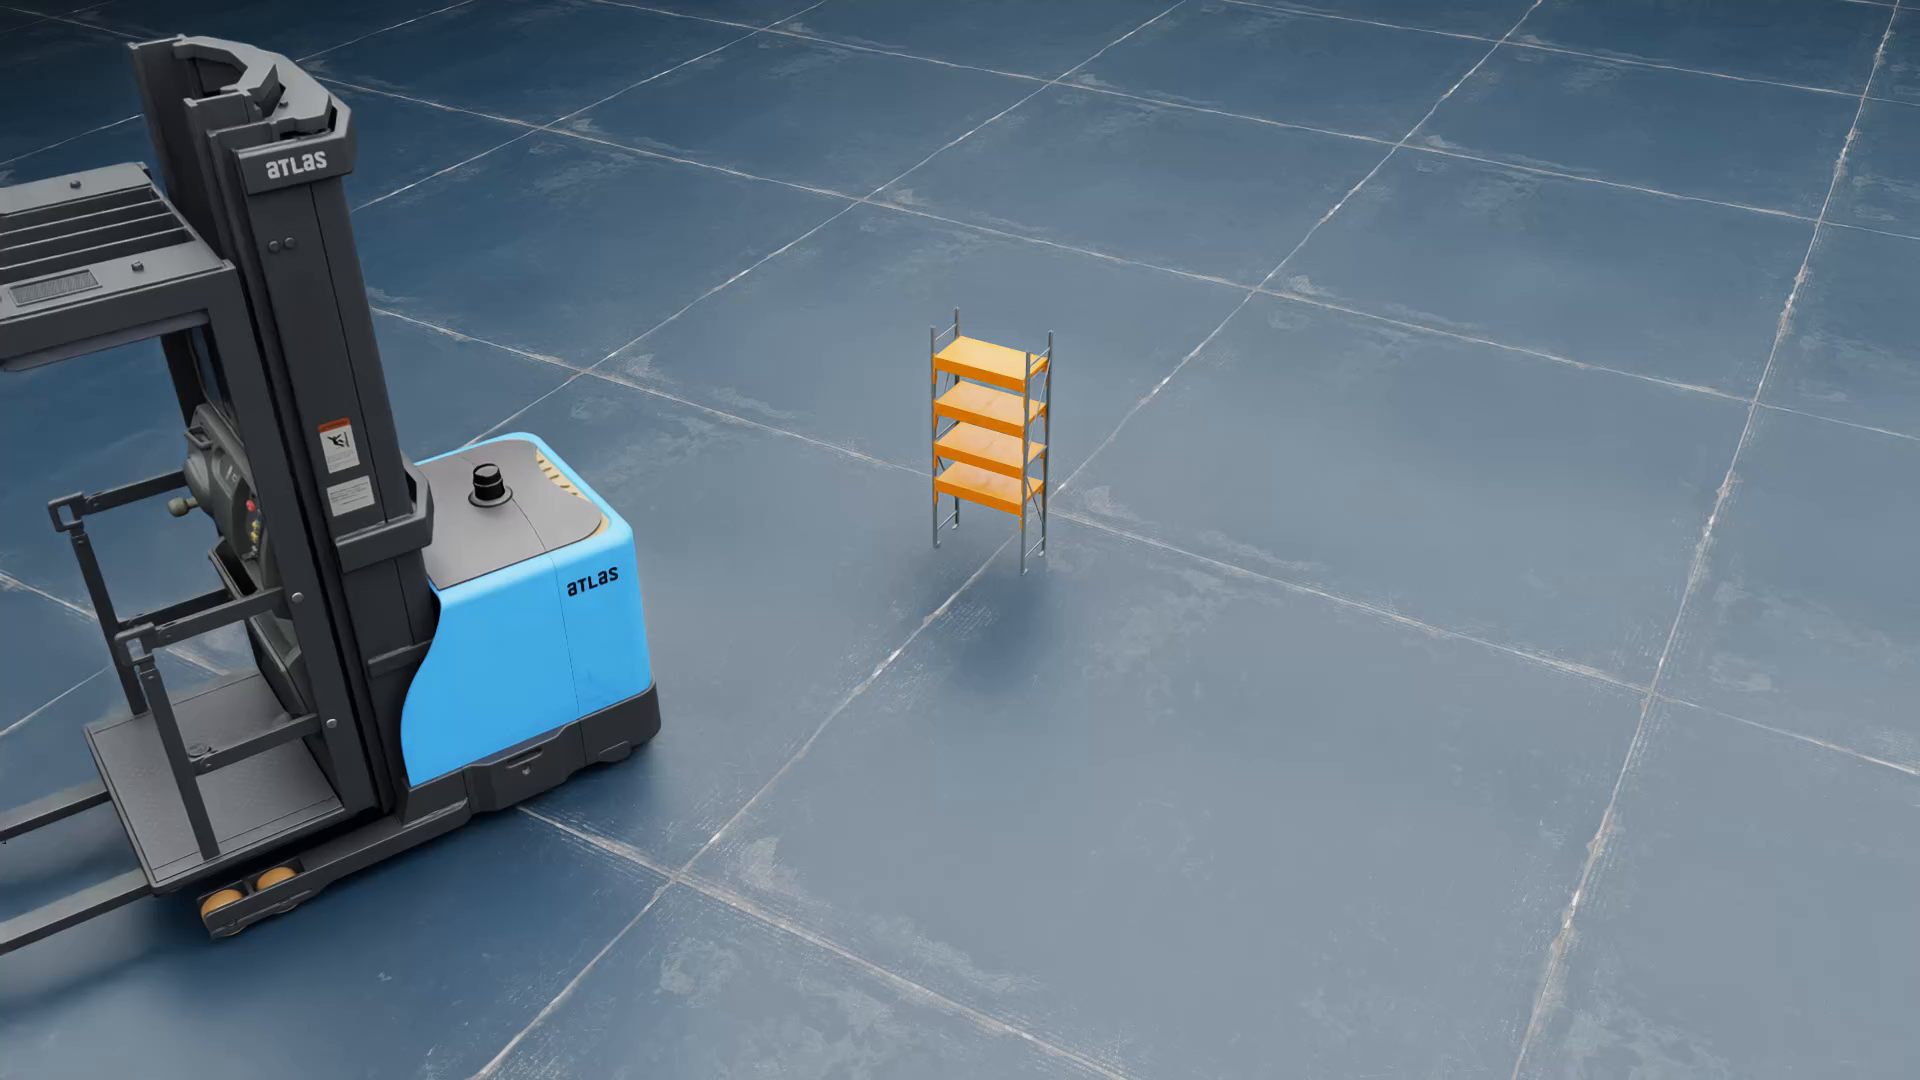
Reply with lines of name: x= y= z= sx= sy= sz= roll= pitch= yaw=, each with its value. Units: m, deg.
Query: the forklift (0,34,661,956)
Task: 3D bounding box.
forklift: x=-2.741 y=-0.107 z=5.767 sx=3.031 sy=2.935 sz=1.130 roll=-22 pitch=39 yaw=-29

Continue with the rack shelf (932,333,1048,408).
rack shelf: x=0.144 y=-0.781 z=7.631 sx=0.480 sy=0.148 sz=0.258 roll=18 pitch=37 yaw=24

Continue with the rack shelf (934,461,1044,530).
rack shelf: x=0.144 y=-0.233 z=7.996 sx=0.480 sy=0.148 sz=0.258 roll=18 pitch=37 yaw=24

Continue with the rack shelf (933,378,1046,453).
rack shelf: x=0.144 y=-0.584 z=7.762 sx=0.480 sy=0.148 sz=0.258 roll=18 pitch=37 yaw=24

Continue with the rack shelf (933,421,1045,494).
rack shelf: x=0.144 y=-0.398 z=7.886 sx=0.480 sy=0.148 sz=0.258 roll=18 pitch=37 yaw=24

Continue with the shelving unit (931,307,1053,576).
shelving unit: x=0.144 y=-0.454 z=7.849 sx=0.503 sy=1.200 sz=0.258 roll=18 pitch=37 yaw=24

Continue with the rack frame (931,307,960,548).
rack frame: x=-0.068 y=-0.521 z=7.950 sx=0.015 sy=1.200 sz=0.240 roll=18 pitch=37 yaw=24

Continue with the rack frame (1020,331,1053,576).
rack frame: x=0.356 y=-0.387 z=7.748 sx=0.015 sy=1.200 sz=0.240 roll=18 pitch=37 yaw=24
